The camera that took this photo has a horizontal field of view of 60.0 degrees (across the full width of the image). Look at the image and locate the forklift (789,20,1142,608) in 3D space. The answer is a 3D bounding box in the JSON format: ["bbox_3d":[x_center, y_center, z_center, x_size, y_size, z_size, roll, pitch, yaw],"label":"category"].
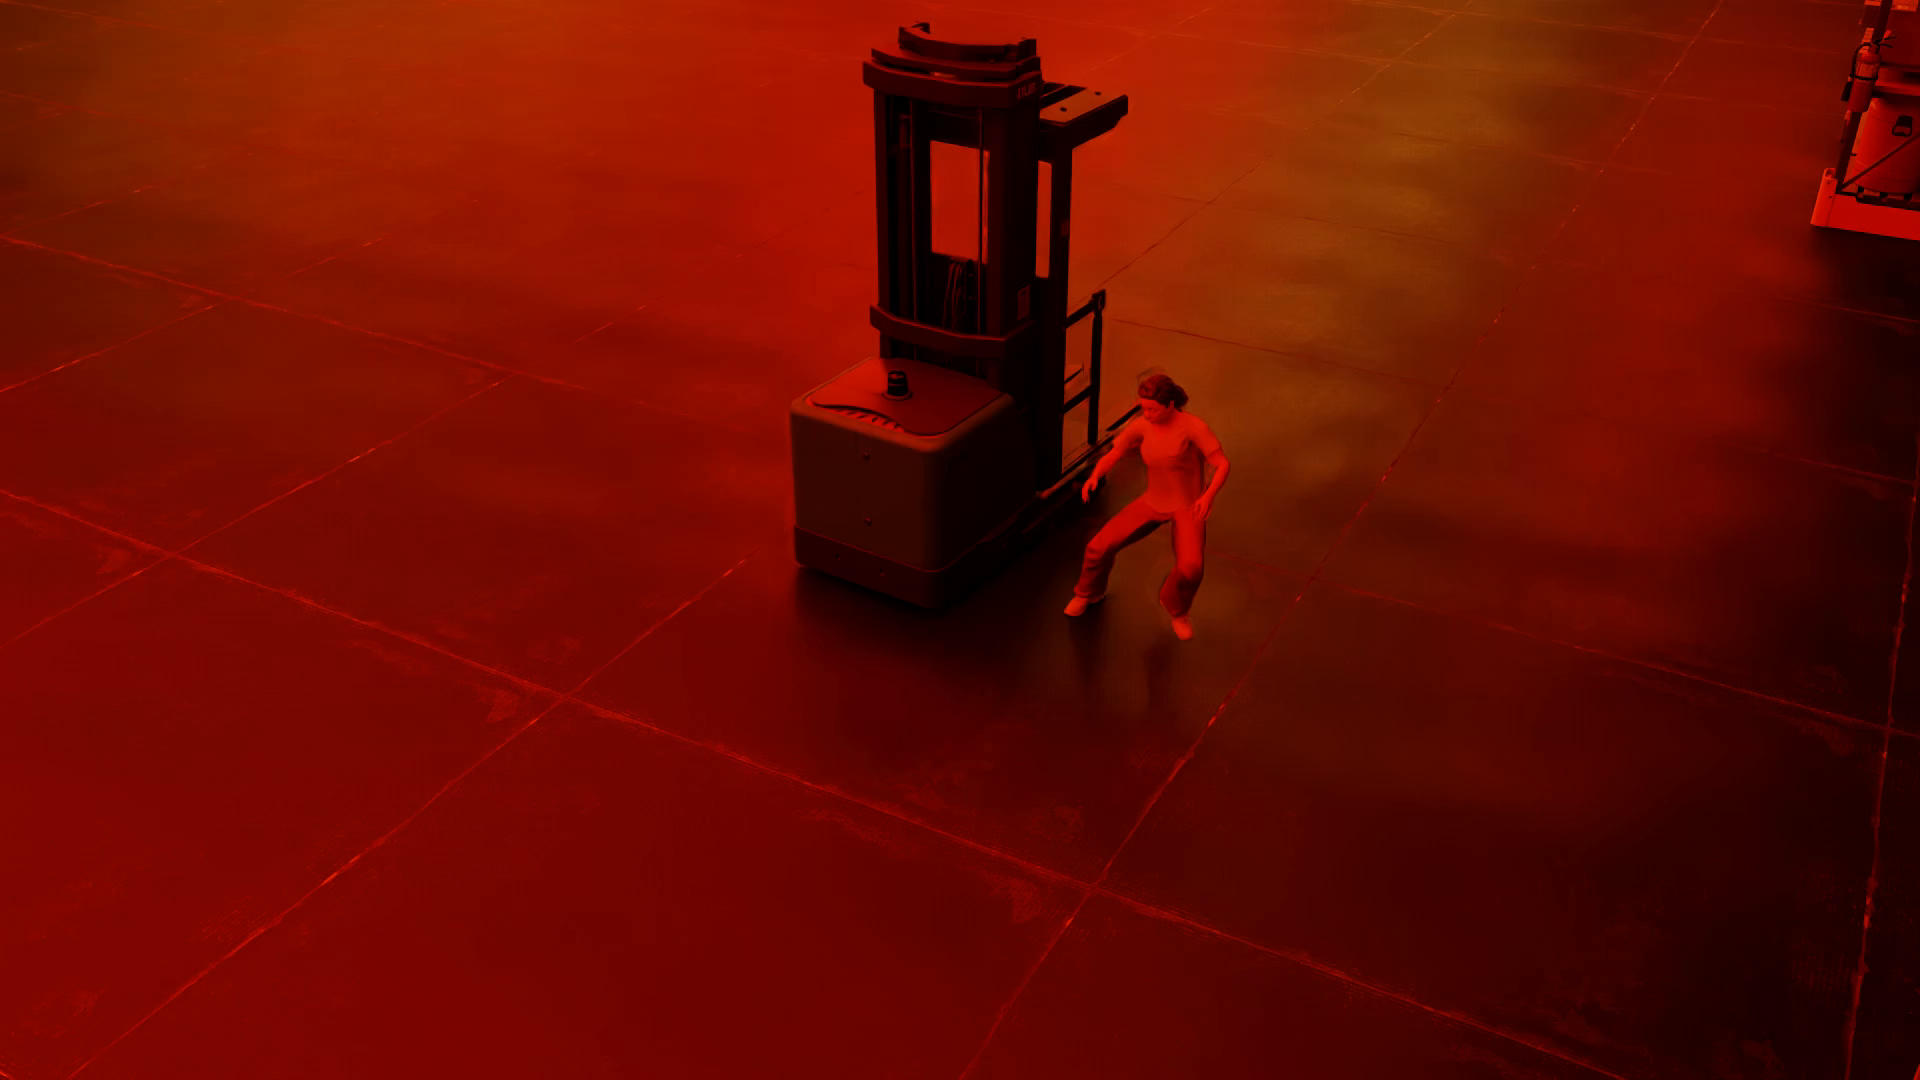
[{"bbox_3d":[0.263,-1.584,9.815,1.130,2.935,3.031,18,35,28],"label":"forklift"}]

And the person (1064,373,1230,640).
[{"bbox_3d":[0.995,-0.153,8.800,0.871,1.469,0.688,22,36,33],"label":"person"}]
